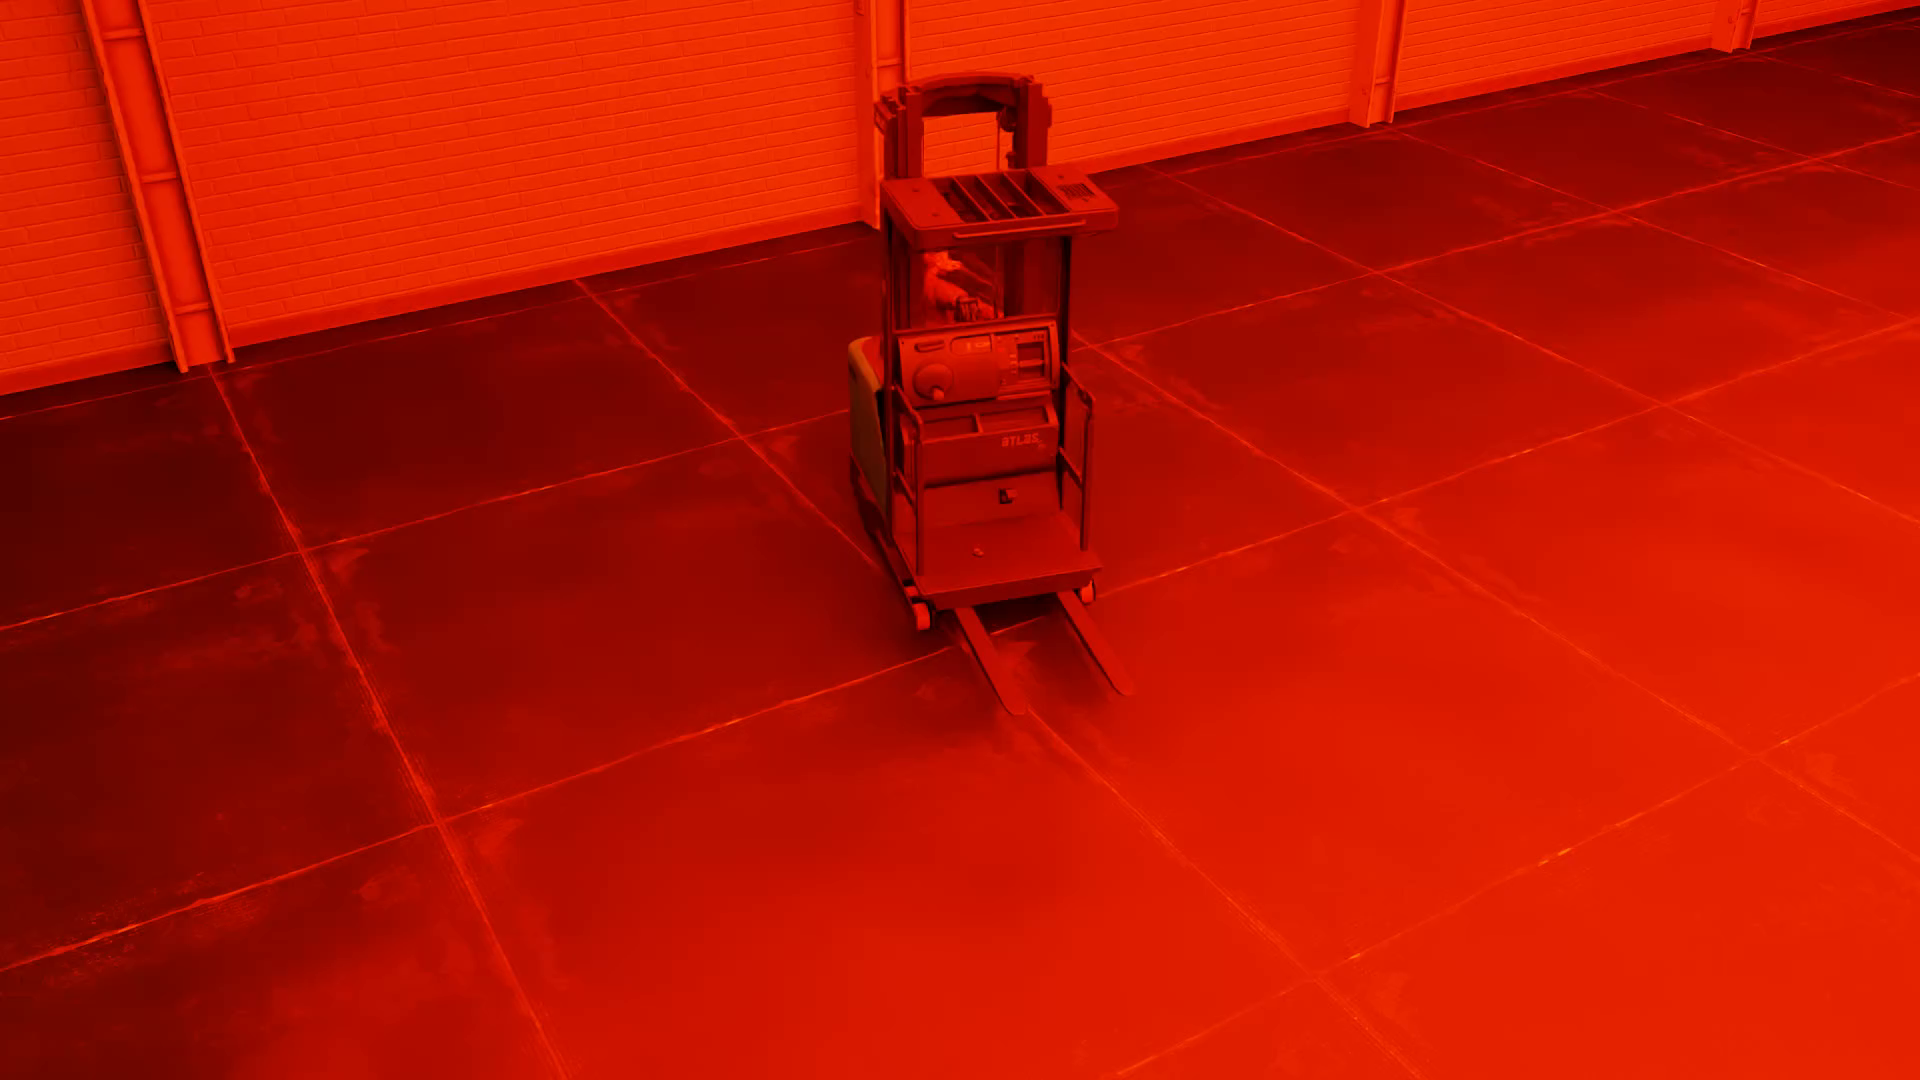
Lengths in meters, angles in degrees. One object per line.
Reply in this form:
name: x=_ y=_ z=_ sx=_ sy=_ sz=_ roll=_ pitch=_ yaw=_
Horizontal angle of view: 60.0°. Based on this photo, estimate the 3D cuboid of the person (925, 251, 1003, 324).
person: x=0.045 y=-1.401 z=11.414 sx=0.927 sy=1.487 sz=1.053 roll=-21 pitch=37 yaw=-31

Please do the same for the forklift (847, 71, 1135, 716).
forklift: x=0.173 y=-0.957 z=9.245 sx=1.130 sy=2.935 sz=3.031 roll=-9 pitch=32 yaw=-14
